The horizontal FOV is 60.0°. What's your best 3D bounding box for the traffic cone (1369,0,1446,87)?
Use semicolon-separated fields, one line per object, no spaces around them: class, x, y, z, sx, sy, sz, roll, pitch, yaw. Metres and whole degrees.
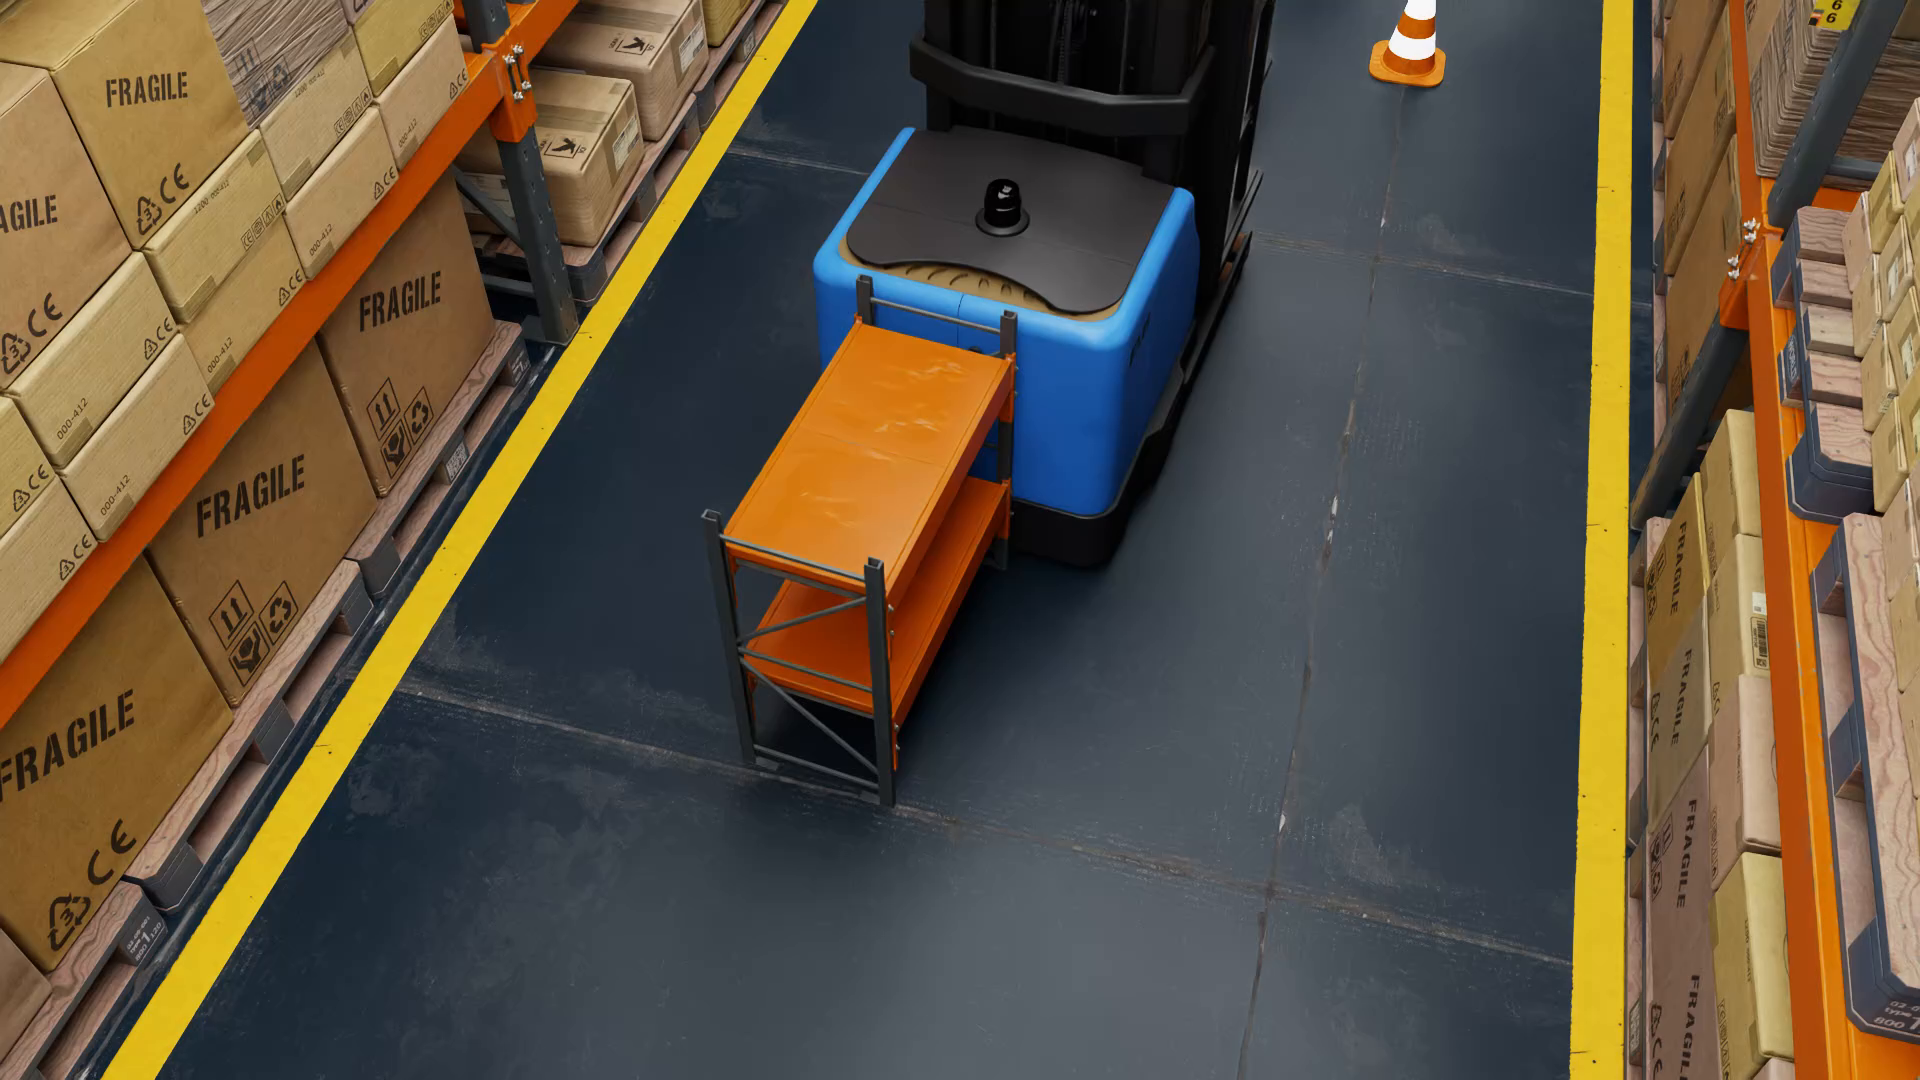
traffic cone;2.068;-2.351;7.516;0.336;0.463;0.334;12;50;10

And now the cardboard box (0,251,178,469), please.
cardboard box;-2.243;-0.467;3.928;0.500;0.250;0.500;10;49;9

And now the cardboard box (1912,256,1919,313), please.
cardboard box;2.379;-0.554;3.729;0.380;0.149;0.250;11;50;10

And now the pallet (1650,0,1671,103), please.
pallet;3.747;-2.367;7.698;1.003;0.211;1.213;12;50;10

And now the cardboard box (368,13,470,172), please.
cardboard box;-1.860;-1.406;5.091;0.500;0.250;0.500;10;49;9

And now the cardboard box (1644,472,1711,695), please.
cardboard box;2.392;0.180;4.977;0.500;0.500;0.500;10;49;8

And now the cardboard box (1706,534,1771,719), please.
cardboard box;2.276;0.289;4.382;0.500;0.250;0.500;11;49;10

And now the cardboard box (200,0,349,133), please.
cardboard box;-1.988;-1.439;4.285;0.500;0.500;0.500;12;50;11

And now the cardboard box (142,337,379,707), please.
cardboard box;-2.478;-0.181;5.046;0.875;0.875;0.875;12;50;10

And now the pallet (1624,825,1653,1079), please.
pallet;2.294;1.398;4.375;1.003;0.211;1.213;12;50;10

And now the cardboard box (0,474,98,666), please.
cardboard box;-2.375;0.062;3.795;0.500;0.250;0.500;11;50;10

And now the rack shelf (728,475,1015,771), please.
rack shelf;-0.251;0.174;5.172;0.538;0.278;1.000;16;50;14

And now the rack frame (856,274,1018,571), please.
rack frame;-0.071;-0.344;5.304;0.500;1.125;0.032;16;50;14

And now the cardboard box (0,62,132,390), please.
cardboard box;-2.266;-0.716;3.648;0.500;0.500;0.500;11;49;9

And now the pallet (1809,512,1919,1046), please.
pallet;2.343;0.534;3.406;1.003;0.211;1.213;12;50;10

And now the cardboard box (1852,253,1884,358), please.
cardboard box;2.441;-0.547;4.120;0.380;0.149;0.250;14;50;12

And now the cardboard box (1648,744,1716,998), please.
cardboard box;2.133;0.917;4.327;0.500;0.500;0.500;10;49;9

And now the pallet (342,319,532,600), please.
pallet;-2.258;-0.395;5.958;1.003;0.211;1.213;12;50;10

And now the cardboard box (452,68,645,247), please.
cardboard box;-1.819;-1.549;6.589;0.950;0.372;0.625;9;49;7

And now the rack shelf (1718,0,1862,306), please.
rack shelf;3.351;-2.178;6.151;1.077;0.370;4.000;12;50;10

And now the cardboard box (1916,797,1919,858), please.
cardboard box;2.025;0.599;3.108;0.380;0.149;0.250;14;50;12

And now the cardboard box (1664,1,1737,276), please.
cardboard box;3.298;-1.419;6.223;1.050;0.750;0.750;12;50;11

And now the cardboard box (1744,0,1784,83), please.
cardboard box;2.817;-1.742;5.220;0.500;0.500;0.500;12;50;10

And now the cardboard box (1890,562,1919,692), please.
cardboard box;2.165;0.218;3.444;0.380;0.149;0.250;12;50;11

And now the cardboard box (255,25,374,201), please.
cardboard box;-1.991;-1.217;4.590;0.500;0.250;0.500;10;49;9

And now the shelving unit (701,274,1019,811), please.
shelving unit;-0.251;0.012;4.989;0.538;1.125;1.048;16;50;14

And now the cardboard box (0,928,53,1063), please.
cardboard box;-2.944;1.120;3.898;0.875;0.875;0.875;13;50;11

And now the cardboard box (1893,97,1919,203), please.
cardboard box;2.515;-0.923;4.054;0.380;0.149;0.250;12;50;10

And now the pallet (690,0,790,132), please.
pallet;-1.447;-2.395;7.723;1.003;0.211;1.213;12;50;10

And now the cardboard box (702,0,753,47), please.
cardboard box;-1.428;-2.632;7.545;0.950;0.372;0.625;13;50;11

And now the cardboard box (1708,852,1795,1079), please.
cardboard box;1.997;1.021;3.735;0.500;0.250;0.500;10;49;8

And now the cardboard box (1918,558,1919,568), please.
cardboard box;2.166;0.118;3.334;0.380;0.149;0.250;11;50;10

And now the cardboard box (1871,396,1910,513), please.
cardboard box;2.301;-0.156;3.775;0.380;0.149;0.250;14;50;12

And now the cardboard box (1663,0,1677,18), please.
cardboard box;3.801;-2.790;7.432;1.050;0.750;0.750;11;50;10

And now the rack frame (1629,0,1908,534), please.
rack frame;2.824;-0.969;4.605;1.000;3.000;0.127;12;50;10

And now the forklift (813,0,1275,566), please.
forklift;0.527;-2.011;5.570;1.130;2.935;3.031;16;50;14

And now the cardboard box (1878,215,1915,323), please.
cardboard box;2.434;-0.617;3.983;0.380;0.149;0.250;14;50;12

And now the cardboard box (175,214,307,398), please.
cardboard box;-2.128;-0.673;4.443;0.500;0.250;0.500;11;50;10

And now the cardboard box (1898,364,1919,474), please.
cardboard box;2.301;-0.241;3.651;0.380;0.149;0.250;12;50;10

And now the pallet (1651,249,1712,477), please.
pallet;3.105;-0.602;6.140;1.003;0.211;1.213;12;50;10

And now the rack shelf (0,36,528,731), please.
rack shelf;-2.504;-0.188;4.395;1.077;0.370;4.000;12;50;10

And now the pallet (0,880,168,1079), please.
pallet;-2.900;1.370;4.400;1.003;0.211;1.213;12;50;10
